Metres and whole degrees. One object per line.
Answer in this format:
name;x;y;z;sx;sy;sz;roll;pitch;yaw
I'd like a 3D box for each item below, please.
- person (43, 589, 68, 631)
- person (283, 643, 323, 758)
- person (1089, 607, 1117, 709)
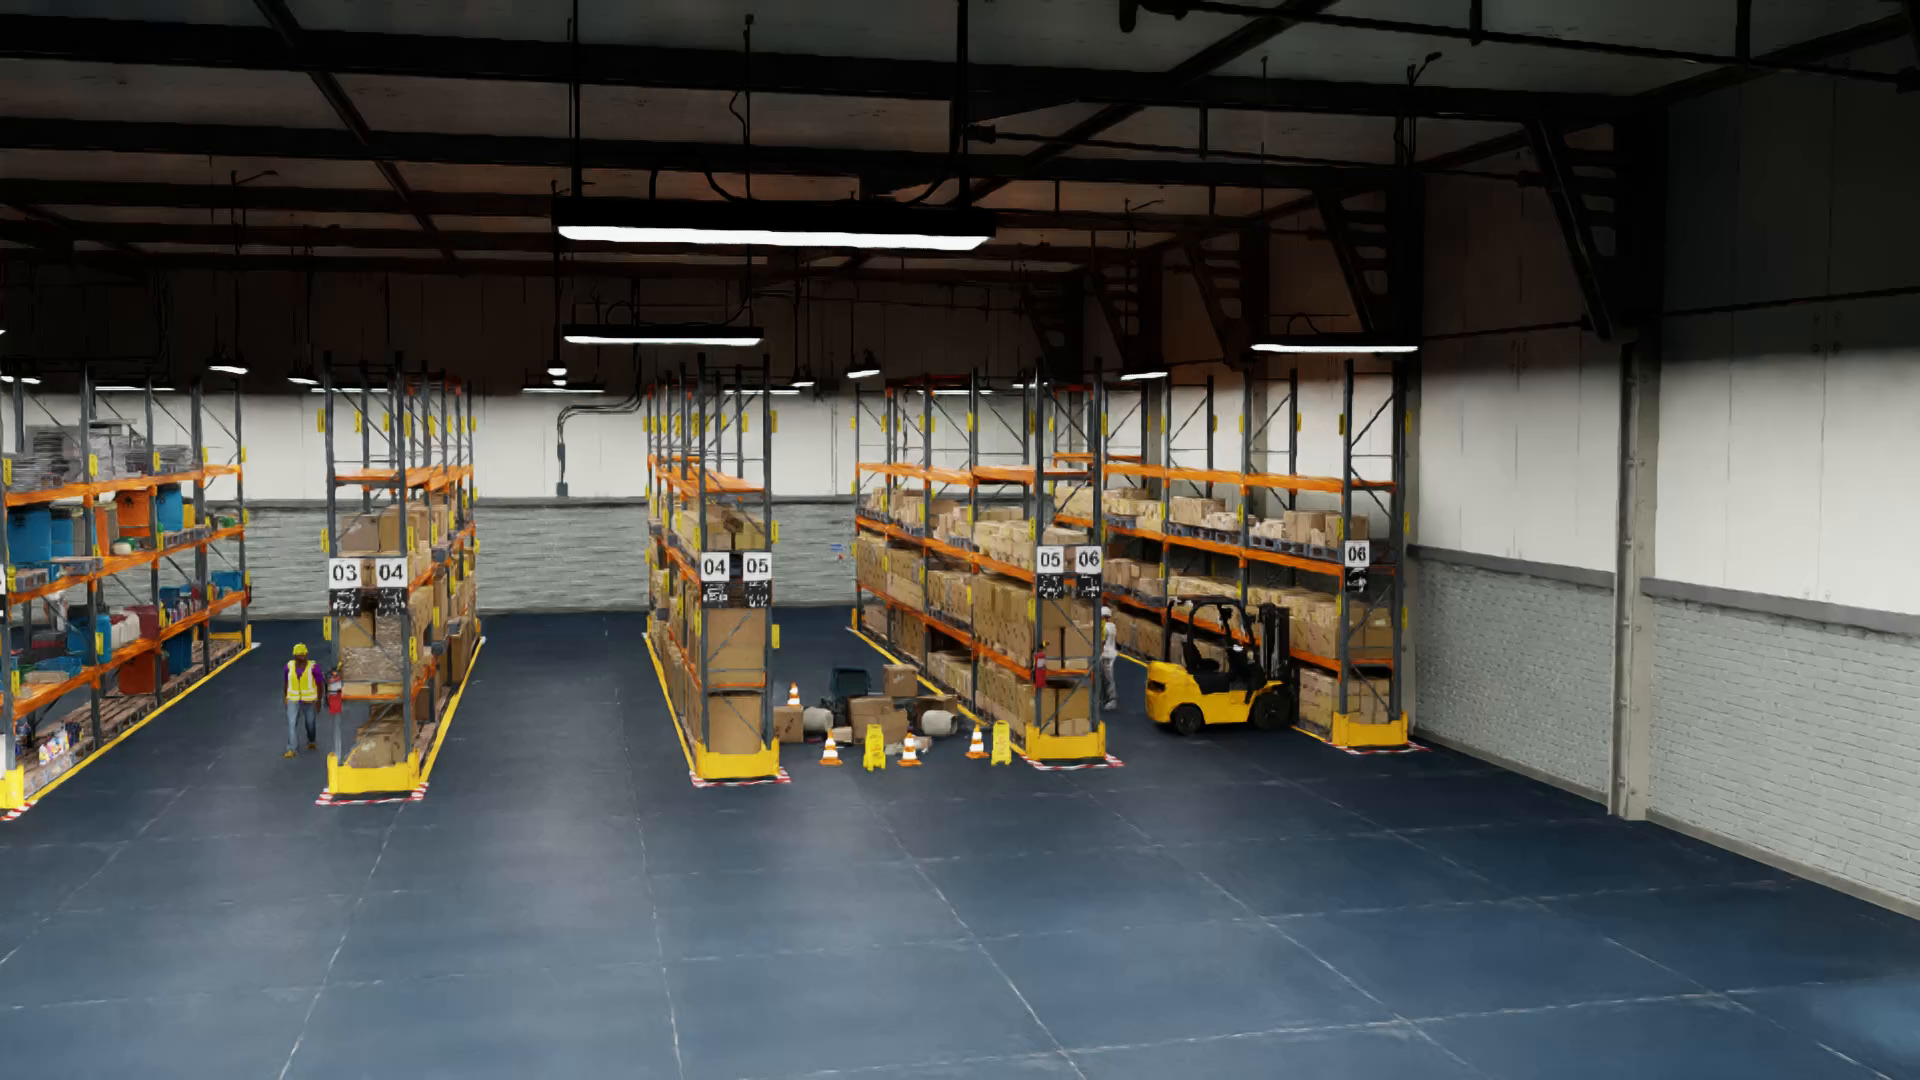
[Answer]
person;-20.032;1.624;36.811;0.449;1.586;1.099;-1;4;-16
person;-9.933;2.394;25.131;0.577;1.687;1.115;-1;4;-15
person;2.520;2.057;29.298;0.573;1.782;0.665;1;4;18
